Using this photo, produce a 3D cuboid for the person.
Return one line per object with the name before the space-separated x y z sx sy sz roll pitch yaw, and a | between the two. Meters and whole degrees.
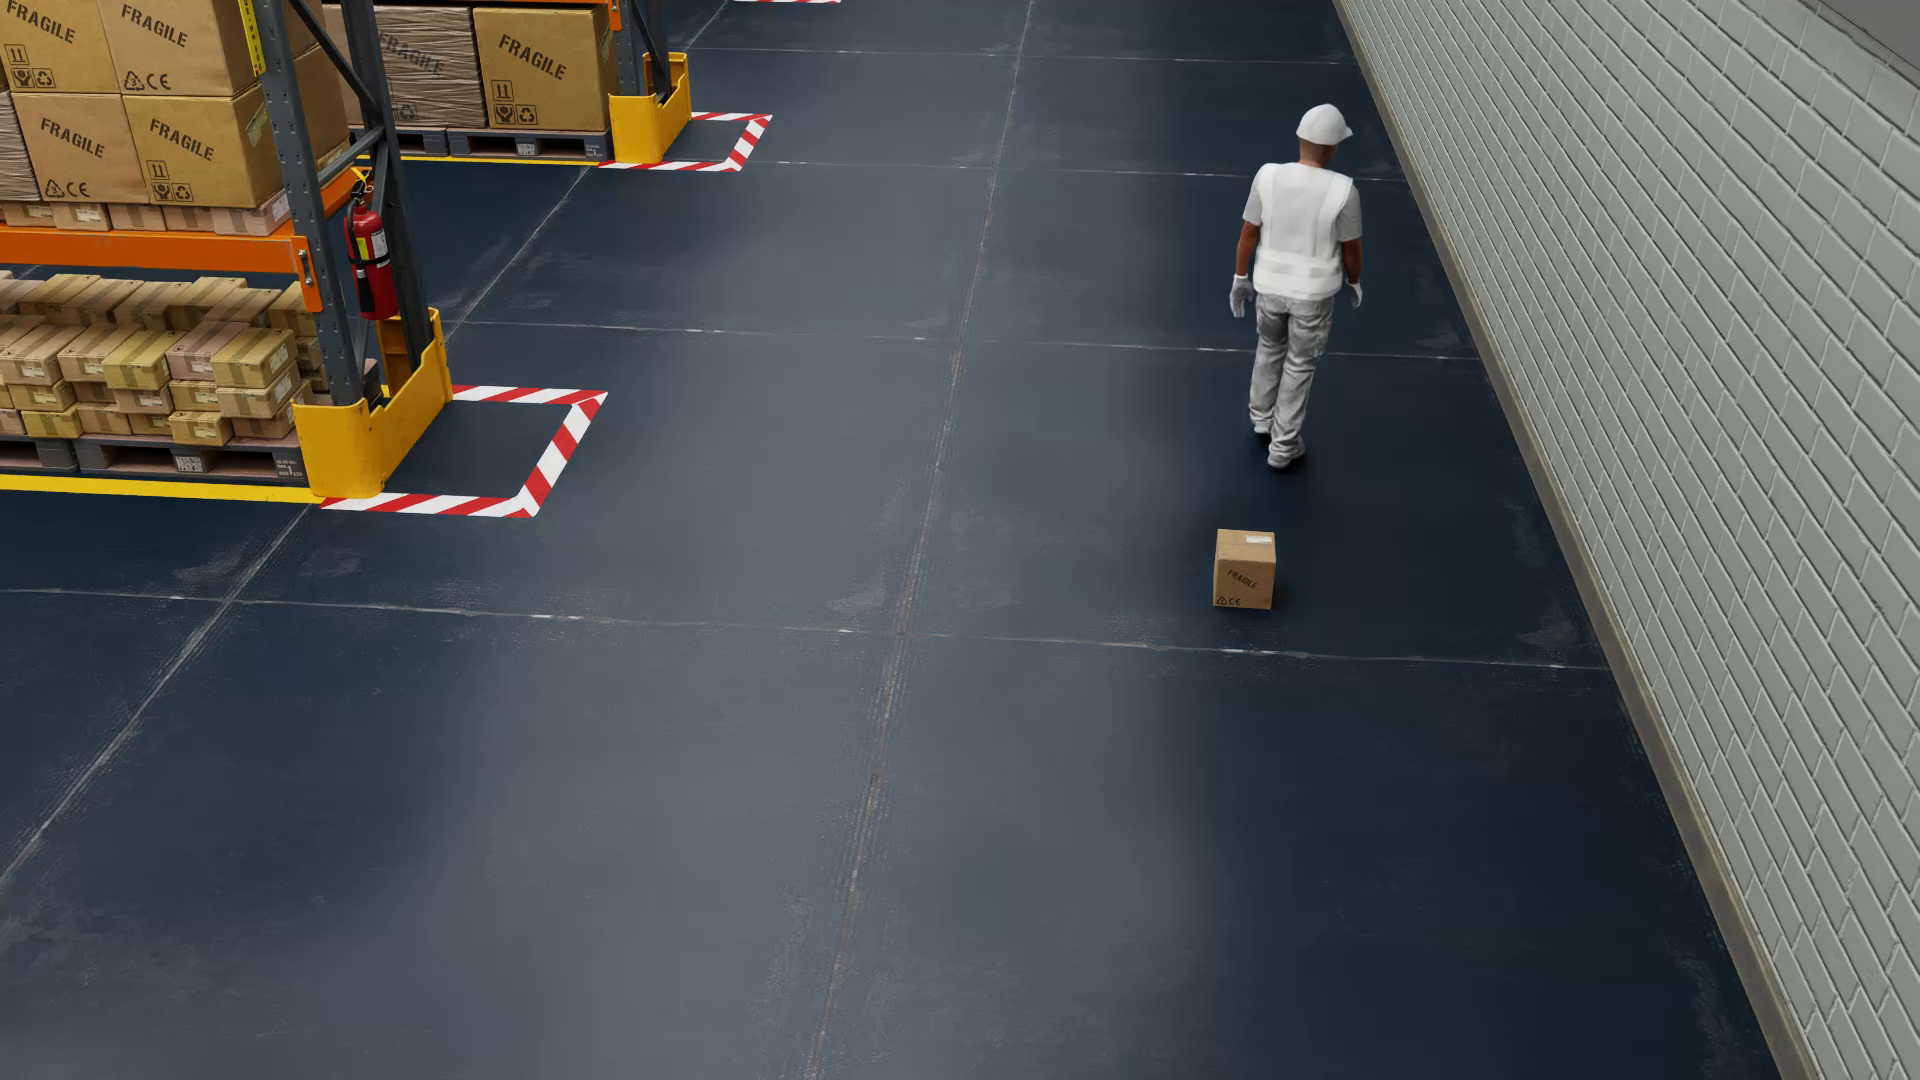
person | 1.652 -1.215 8.108 0.578 1.850 0.541 17 35 25
